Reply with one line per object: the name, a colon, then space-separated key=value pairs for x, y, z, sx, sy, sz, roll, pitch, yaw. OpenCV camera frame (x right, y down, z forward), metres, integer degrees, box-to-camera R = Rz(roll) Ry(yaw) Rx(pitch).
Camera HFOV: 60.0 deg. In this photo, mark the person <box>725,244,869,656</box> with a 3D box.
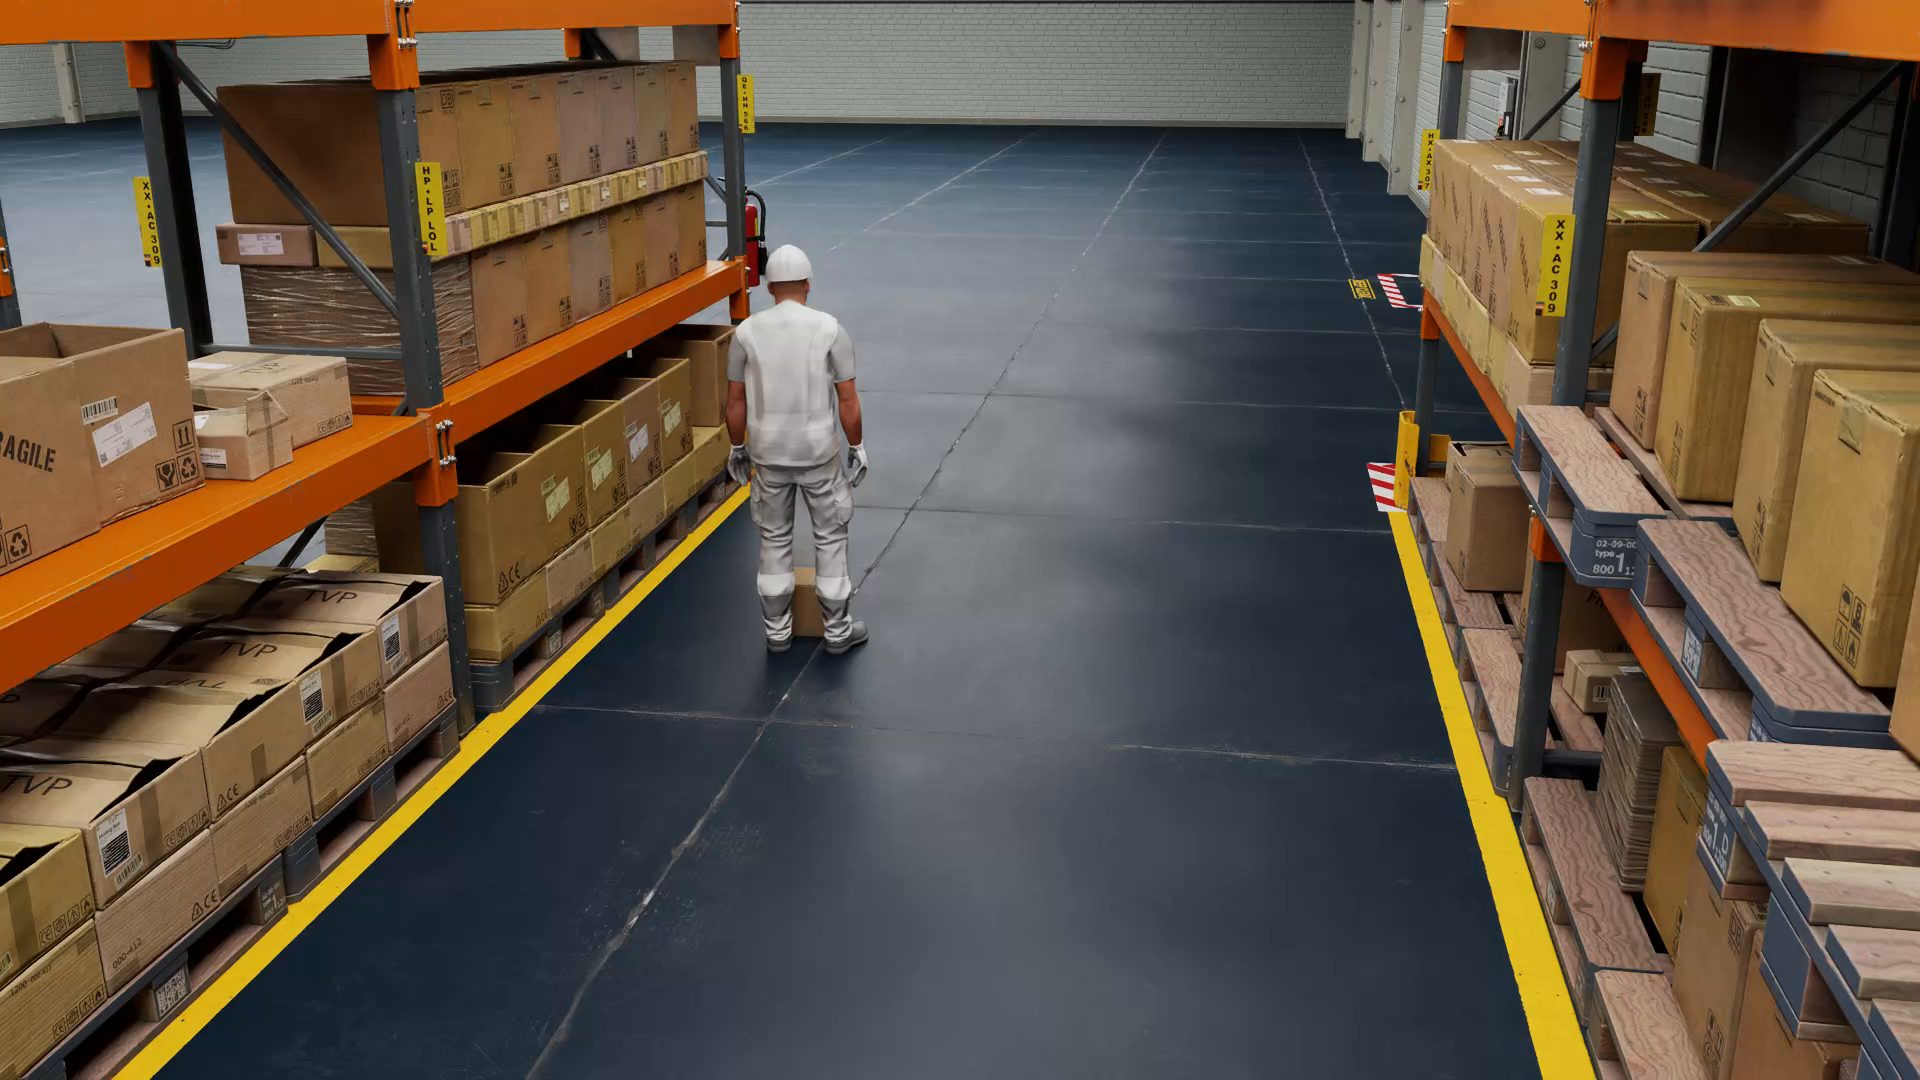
person: x=-0.705 y=-0.374 z=7.205 sx=0.617 sy=1.776 sz=0.453 roll=2 pitch=18 yaw=5
